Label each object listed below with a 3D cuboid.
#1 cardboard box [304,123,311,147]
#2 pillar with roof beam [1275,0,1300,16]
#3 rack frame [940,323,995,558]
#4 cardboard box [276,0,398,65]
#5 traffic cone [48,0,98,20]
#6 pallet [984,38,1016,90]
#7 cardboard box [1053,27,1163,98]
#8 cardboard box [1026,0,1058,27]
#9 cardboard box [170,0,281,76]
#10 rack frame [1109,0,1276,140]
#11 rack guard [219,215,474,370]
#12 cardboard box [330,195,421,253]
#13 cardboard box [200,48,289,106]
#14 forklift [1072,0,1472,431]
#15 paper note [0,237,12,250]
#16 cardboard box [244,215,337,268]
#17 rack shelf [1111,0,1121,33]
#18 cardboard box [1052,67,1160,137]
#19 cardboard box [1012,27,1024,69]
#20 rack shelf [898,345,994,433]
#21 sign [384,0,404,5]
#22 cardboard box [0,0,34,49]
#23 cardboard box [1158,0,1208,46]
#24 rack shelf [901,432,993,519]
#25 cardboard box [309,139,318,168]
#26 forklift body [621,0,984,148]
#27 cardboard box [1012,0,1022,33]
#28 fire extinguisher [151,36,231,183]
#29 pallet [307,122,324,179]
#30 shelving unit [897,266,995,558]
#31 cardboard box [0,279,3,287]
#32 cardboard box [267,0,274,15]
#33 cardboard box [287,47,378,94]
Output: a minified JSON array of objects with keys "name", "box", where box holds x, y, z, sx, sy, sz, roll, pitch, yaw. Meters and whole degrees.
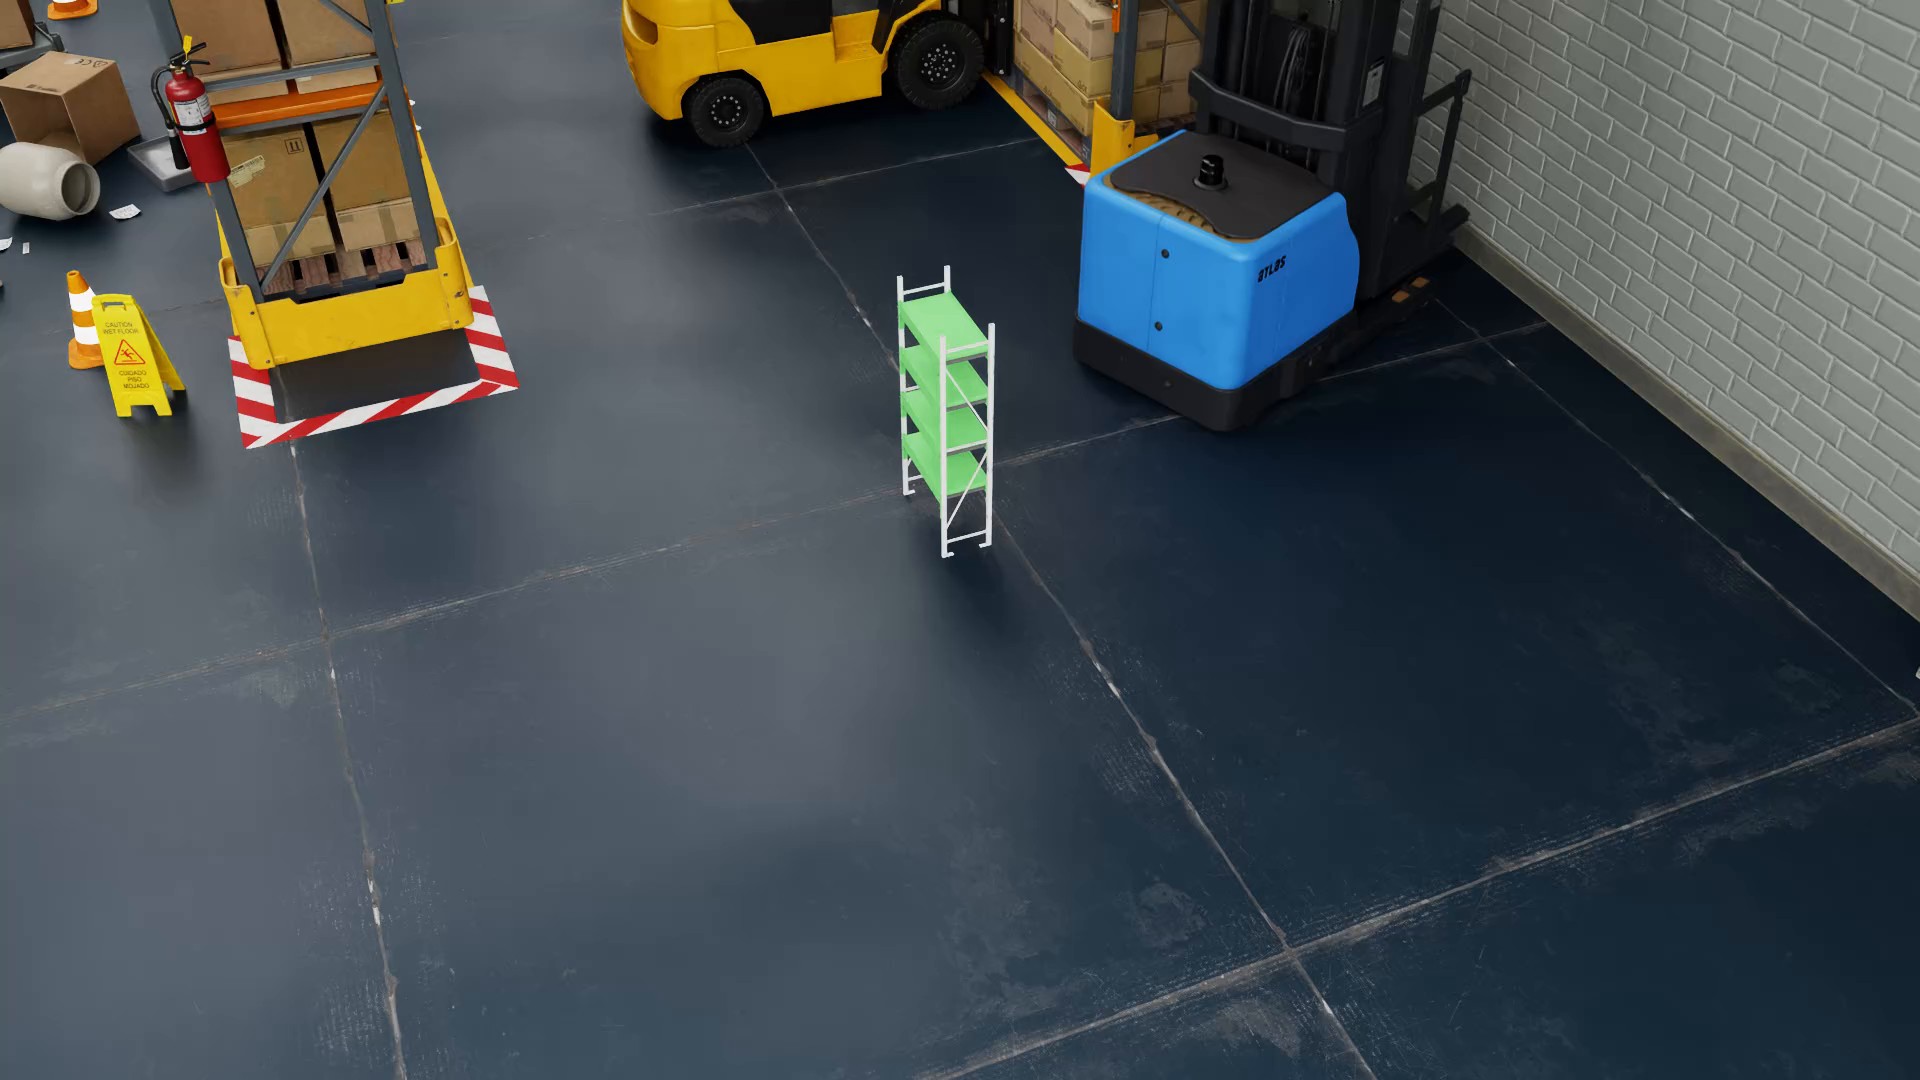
[{"name":"cardboard box","box":[-3.955,-2.352,9.314,0.500,0.500,0.500,-14,43,-15]},{"name":"pillar with roof beam","box":[-2.031,-5.305,6.936,9.100,9.000,0.400,-15,43,-17]},{"name":"rack frame","box":[0.030,-0.408,7.222,0.240,1.200,0.015,-15,43,-17]},{"name":"cardboard box","box":[-3.129,-2.725,8.232,0.500,0.500,0.500,-16,43,-18]},{"name":"traffic cone","box":[-6.503,-4.065,12.041,0.336,0.463,0.334,-15,43,-17]},{"name":"pallet","box":[0.586,-3.587,11.678,1.003,0.211,1.213,-15,43,-17]},{"name":"cardboard box","box":[0.905,-2.982,10.239,0.500,0.250,0.500,-16,43,-17]},{"name":"cardboard box","box":[0.715,-3.462,10.413,0.500,0.250,0.500,-14,43,-16]},{"name":"cardboard box","box":[-3.667,-2.628,8.120,0.500,0.500,0.500,-16,43,-18]},{"name":"rack frame","box":[1.380,-3.460,9.392,1.000,3.000,0.127,-15,43,-17]},{"name":"rack guard","box":[-3.233,-1.318,8.817,1.175,0.500,0.348,-15,43,-17]},{"name":"cardboard box","box":[-3.257,-1.891,9.354,0.500,0.250,0.500,-15,43,-17]},{"name":"cardboard box","box":[-3.545,-2.296,8.231,0.380,0.149,0.250,-14,43,-15]},{"name":"forklift","box":[1.974,-2.509,8.338,1.130,2.935,3.031,32,50,32]},{"name":"paper note","box":[-5.591,-1.711,9.644,0.148,0.019,0.142,-2,41,-2]},{"name":"cardboard box","box":[-3.771,-1.771,9.214,0.500,0.250,0.500,-15,43,-17]},{"name":"rack shelf","box":[0.615,-4.392,11.027,1.077,0.370,4.000,-15,43,-17]},{"name":"cardboard box","box":[0.909,-2.781,10.389,0.500,0.250,0.500,-15,43,-17]},{"name":"cardboard box","box":[0.544,-3.387,11.093,0.500,0.250,0.500,-15,43,-16]},{"name":"rack shelf","box":[-0.063,-0.688,7.279,0.258,0.148,0.480,-15,43,-17]},{"name":"sign","box":[-2.703,-2.683,7.824,0.100,0.325,0.005,-15,43,-17]},{"name":"cardboard box","box":[-6.368,-3.506,10.782,0.500,0.500,0.500,-15,43,-17]},{"name":"cardboard box","box":[1.371,-3.293,10.217,0.500,0.250,0.500,-16,43,-18]},{"name":"rack shelf","box":[-0.063,-0.324,7.592,0.258,0.148,0.480,-15,43,-17]},{"name":"cardboard box","box":[-4.158,-2.384,9.927,0.500,0.250,0.500,-17,43,-18]},{"name":"forklift body","box":[-1.031,-3.825,10.468,2.313,2.155,1.214,-15,43,-17]},{"name":"cardboard box","box":[0.506,-3.592,10.949,0.500,0.250,0.500,-16,43,-18]},{"name":"fire extinguisher","box":[-3.586,-2.006,7.760,0.296,0.674,0.183,-15,43,-17]},{"name":"pallet","box":[-3.975,-2.440,10.344,1.003,0.211,1.213,-15,43,-17]},{"name":"shelving unit","box":[-0.063,-0.555,7.393,0.258,1.200,0.503,-15,43,-17]},{"name":"cardboard box","box":[-5.572,-1.424,9.210,0.380,0.149,0.250,5,41,6]},{"name":"cardboard box","box":[-3.917,-2.918,8.954,0.380,0.149,0.250,-15,43,-16]},{"name":"cardboard box","box":[-3.143,-2.381,8.329,0.380,0.149,0.250,-15,43,-17]}]
